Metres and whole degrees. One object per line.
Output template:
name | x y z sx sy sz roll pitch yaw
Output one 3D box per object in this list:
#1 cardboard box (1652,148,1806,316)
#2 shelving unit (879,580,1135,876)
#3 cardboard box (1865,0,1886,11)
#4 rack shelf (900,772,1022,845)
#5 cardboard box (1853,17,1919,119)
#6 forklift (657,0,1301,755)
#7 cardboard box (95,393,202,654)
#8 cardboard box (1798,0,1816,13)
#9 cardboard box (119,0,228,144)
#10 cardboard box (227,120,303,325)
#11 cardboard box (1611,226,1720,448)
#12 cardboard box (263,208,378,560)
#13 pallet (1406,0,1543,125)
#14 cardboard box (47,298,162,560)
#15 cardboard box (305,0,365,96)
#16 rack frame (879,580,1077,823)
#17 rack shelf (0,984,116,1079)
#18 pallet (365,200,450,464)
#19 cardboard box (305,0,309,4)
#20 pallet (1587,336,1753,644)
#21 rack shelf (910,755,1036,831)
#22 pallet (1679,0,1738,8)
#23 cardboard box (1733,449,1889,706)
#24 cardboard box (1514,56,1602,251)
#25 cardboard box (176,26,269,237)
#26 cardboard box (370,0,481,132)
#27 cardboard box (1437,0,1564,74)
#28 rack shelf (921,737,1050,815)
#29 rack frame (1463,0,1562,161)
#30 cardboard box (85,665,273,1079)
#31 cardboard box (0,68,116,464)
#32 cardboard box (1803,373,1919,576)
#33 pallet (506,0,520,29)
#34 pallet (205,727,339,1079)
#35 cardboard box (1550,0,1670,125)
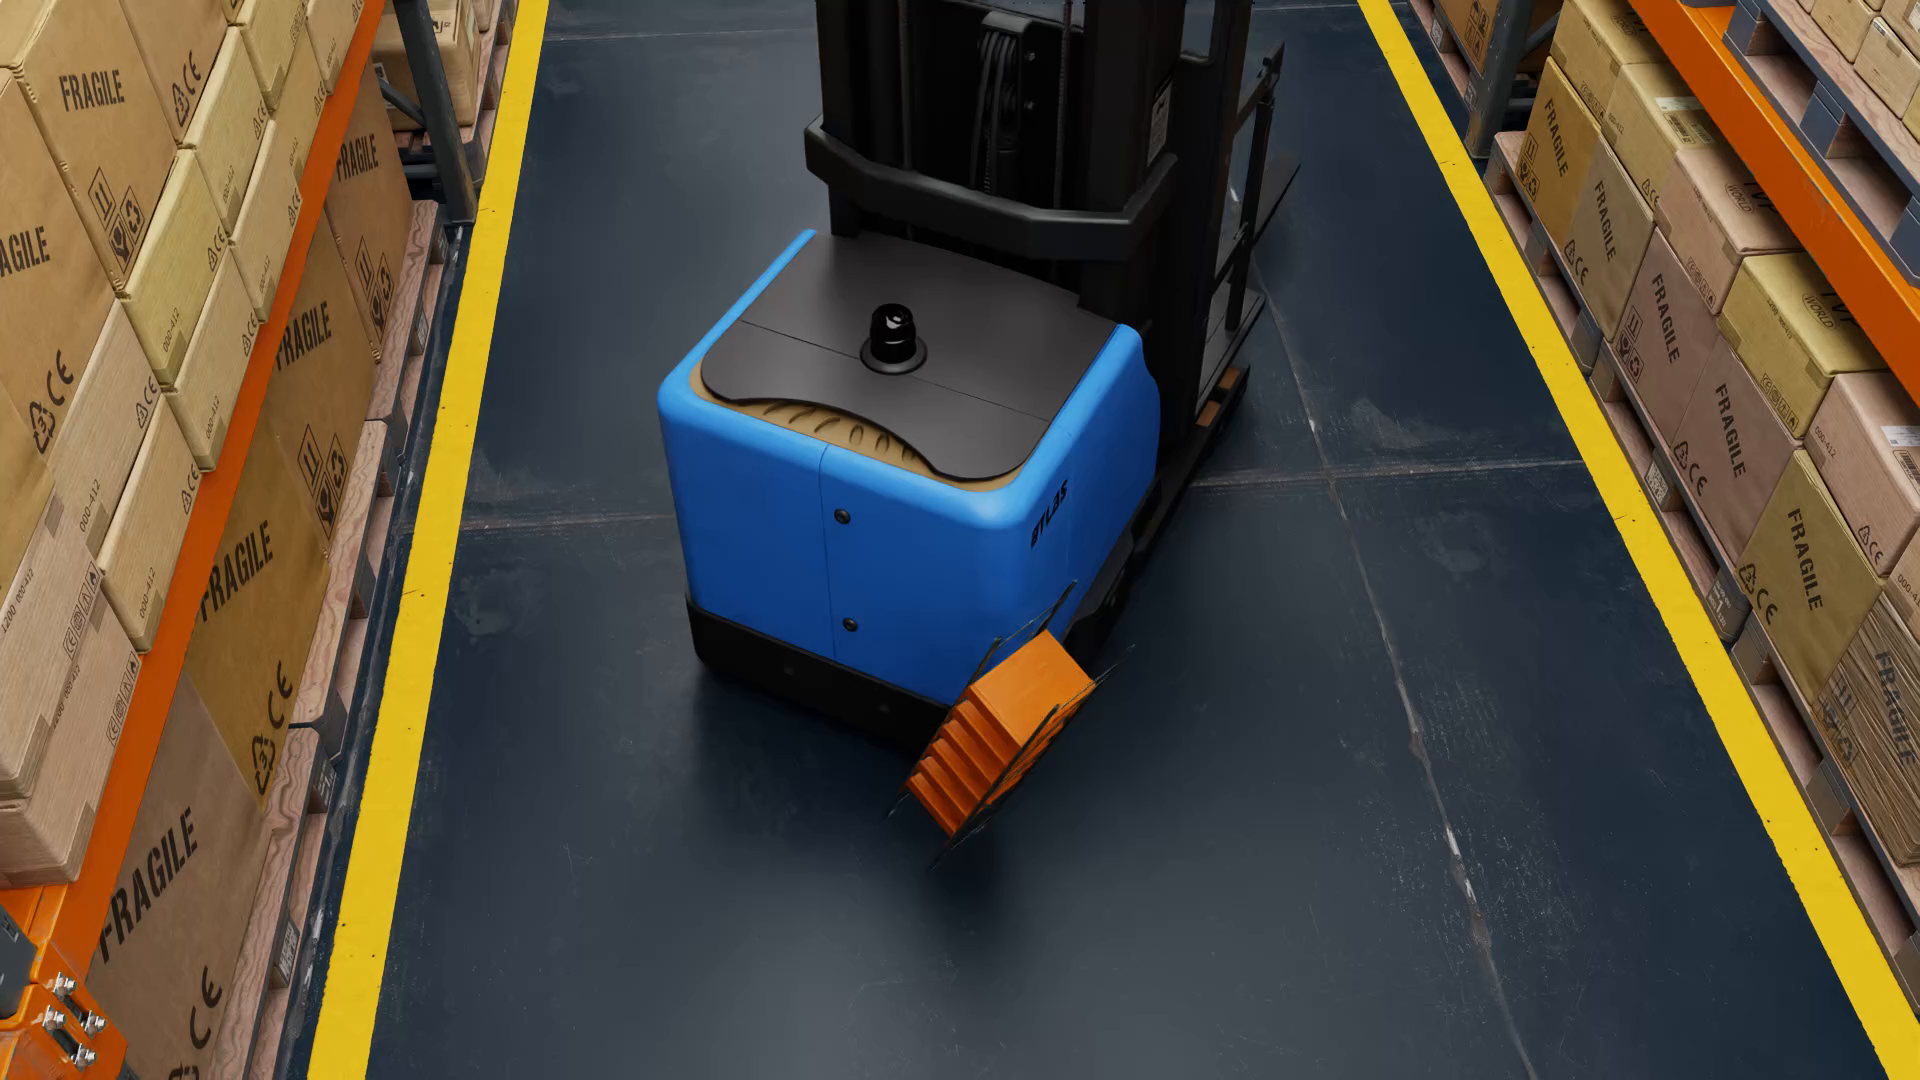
cardboard box | 2.443 -0.936 4.986 0.500 0.250 0.500 -3 47 -3
shelving unit | 0.075 0.487 3.967 0.258 1.200 0.189 -35 76 -28
cardboard box | 2.505 -1.499 4.283 0.380 0.149 0.250 -4 47 -4
rack shelf | 0.007 0.617 4.211 0.258 0.103 0.180 -35 76 -28
cardboard box | 2.525 -1.207 4.211 0.380 0.149 0.250 -5 47 -5
forklift | 0.327 -1.442 4.597 1.130 2.935 3.031 20 50 18
cardboard box | -1.853 -0.022 3.308 0.500 0.250 0.500 -5 47 -4
cardboard box | 2.486 -1.578 4.562 0.380 0.149 0.250 -2 47 -2
cardboard box | -1.944 -1.182 3.546 0.500 0.500 0.500 -4 47 -4
cardboard box | -1.912 -0.756 4.003 0.500 0.250 0.500 -4 47 -4
cardboard box | 2.453 -0.656 5.237 0.500 0.500 0.500 -5 47 -4
cardboard box | -2.323 -0.522 4.853 0.875 0.875 0.875 -3 47 -3
pallet | 2.564 -2.249 7.234 1.003 0.211 1.213 -3 47 -3
cardboard box | -1.862 -0.196 3.129 0.500 0.250 0.500 -3 47 -3
cardboard box | -2.009 -1.488 4.697 0.500 0.250 0.500 -3 47 -3
rack frame | 0.016 0.420 3.986 0.240 1.200 0.006 -35 76 -28
rack shelf | -1.867 2.330 1.473 1.077 0.370 4.000 -3 47 -3
pallet | -2.378 -0.725 5.791 1.003 0.211 1.213 -3 47 -3
cardboard box | -2.029 -1.673 4.528 0.500 0.250 0.500 -5 47 -4
pallet | 2.718 -0.228 5.320 1.003 0.211 1.213 -3 47 -3
rack shelf | 0.036 0.562 4.108 0.258 0.103 0.180 -35 76 -28
pallet | 2.721 -2.057 5.265 1.213 0.211 1.003 -3 47 -3
cardboard box | 2.535 0.085 4.536 0.500 0.500 0.500 -4 47 -4
cardboard box | 2.360 -1.390 5.933 0.500 0.500 0.500 -5 47 -5
cardboard box | -1.922 -0.928 3.822 0.500 0.250 0.500 -5 47 -4
cardboard box | -2.406 -1.909 6.512 0.950 0.372 0.625 -6 47 -6
cardboard box | 2.594 -2.449 6.764 1.050 0.750 0.750 -4 47 -4
rack shelf | 0.065 0.507 4.005 0.258 0.103 0.180 -35 76 -28
rack frame | 2.555 -2.633 5.677 1.000 3.000 0.127 -3 47 -3
cardboard box | -2.166 0.778 3.621 0.875 0.875 0.875 -2 47 -2
cardboard box | -1.855 -0.445 2.848 0.500 0.500 0.500 -4 47 -4
cardboard box | 2.546 -0.177 4.268 0.500 0.250 0.500 -1 47 -1
pallet | -2.532 -2.746 7.705 1.003 0.211 1.213 -3 47 -3
pallet | -2.174 1.041 4.119 1.003 0.211 1.213 -3 47 -3
cardboard box | 2.372 -1.662 5.674 0.500 0.250 0.500 -5 47 -5
